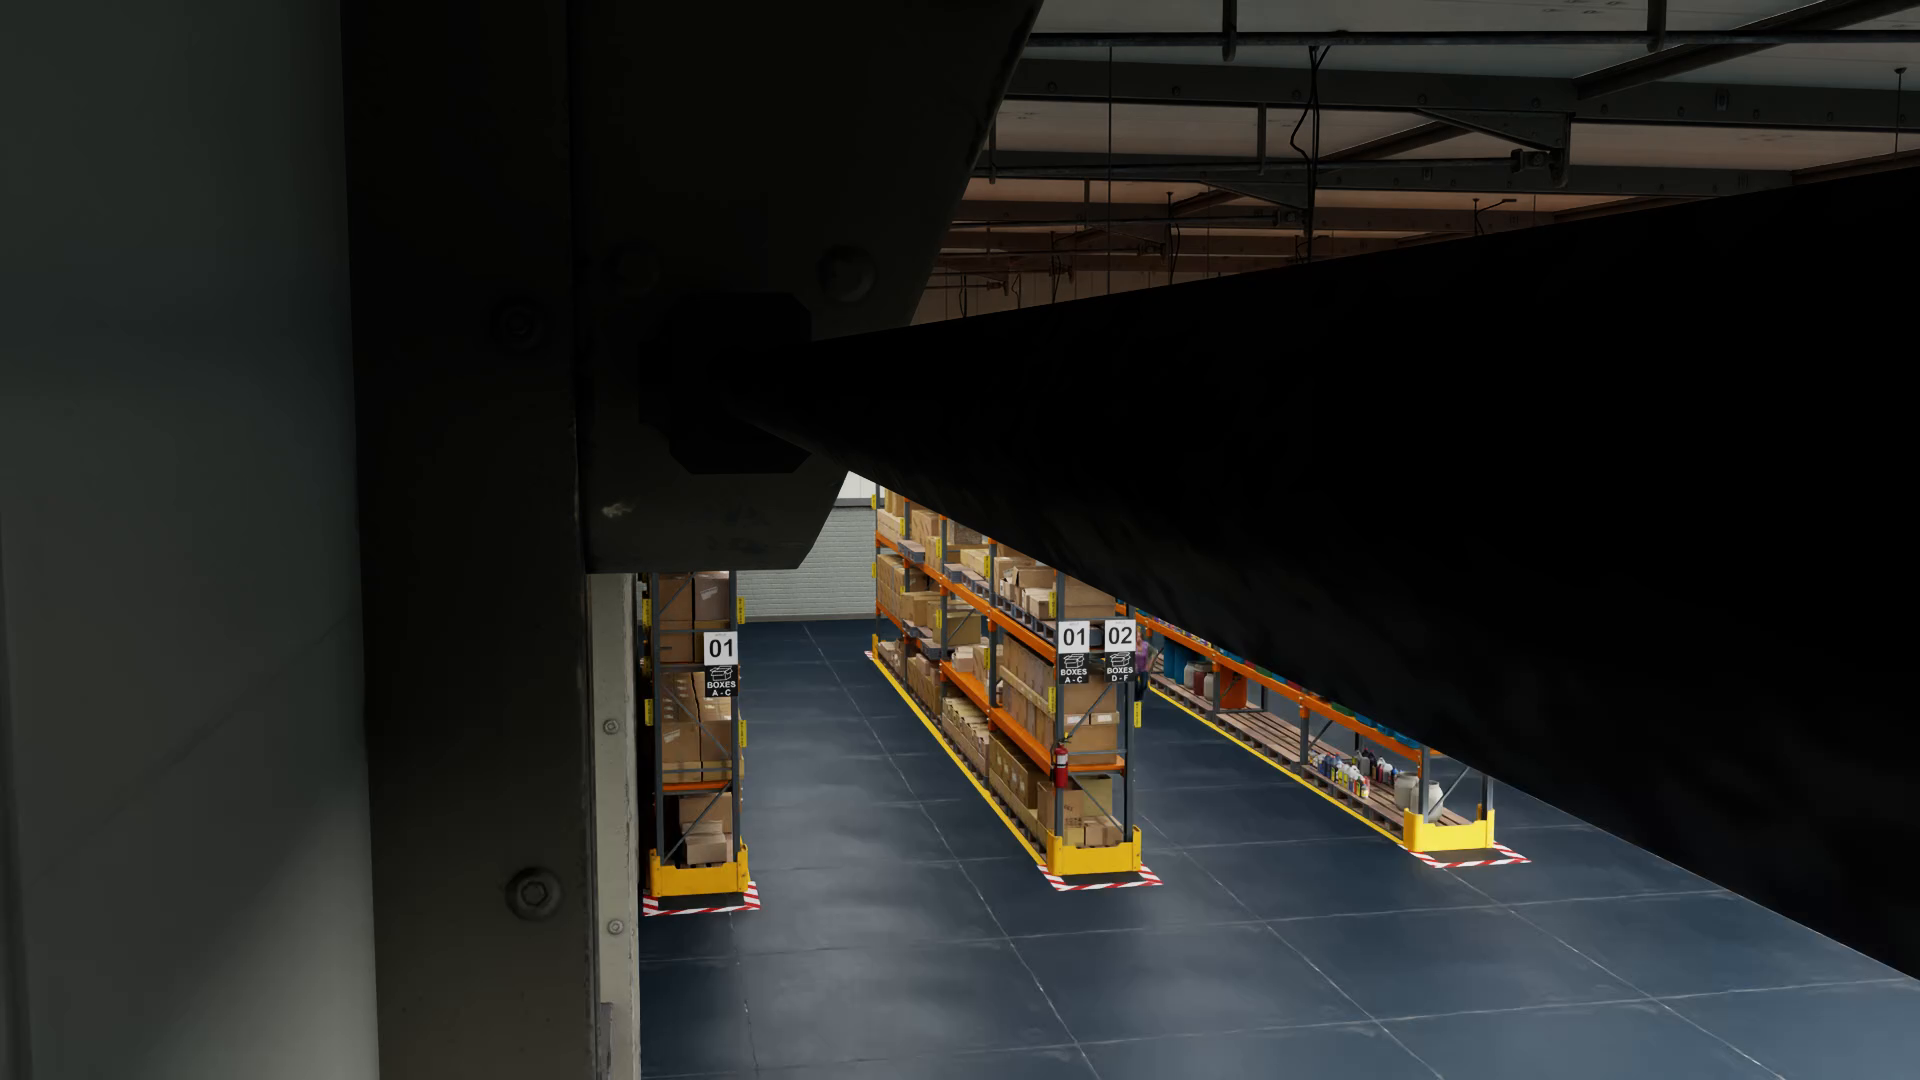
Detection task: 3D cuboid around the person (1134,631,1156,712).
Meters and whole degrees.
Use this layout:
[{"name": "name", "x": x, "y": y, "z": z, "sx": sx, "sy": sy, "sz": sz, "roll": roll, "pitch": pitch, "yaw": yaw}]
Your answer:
[{"name": "person", "x": 3.328, "y": 2.411, "z": 30.683, "sx": 0.590, "sy": 1.517, "sz": 0.795, "roll": 0, "pitch": 6, "yaw": -1}]
